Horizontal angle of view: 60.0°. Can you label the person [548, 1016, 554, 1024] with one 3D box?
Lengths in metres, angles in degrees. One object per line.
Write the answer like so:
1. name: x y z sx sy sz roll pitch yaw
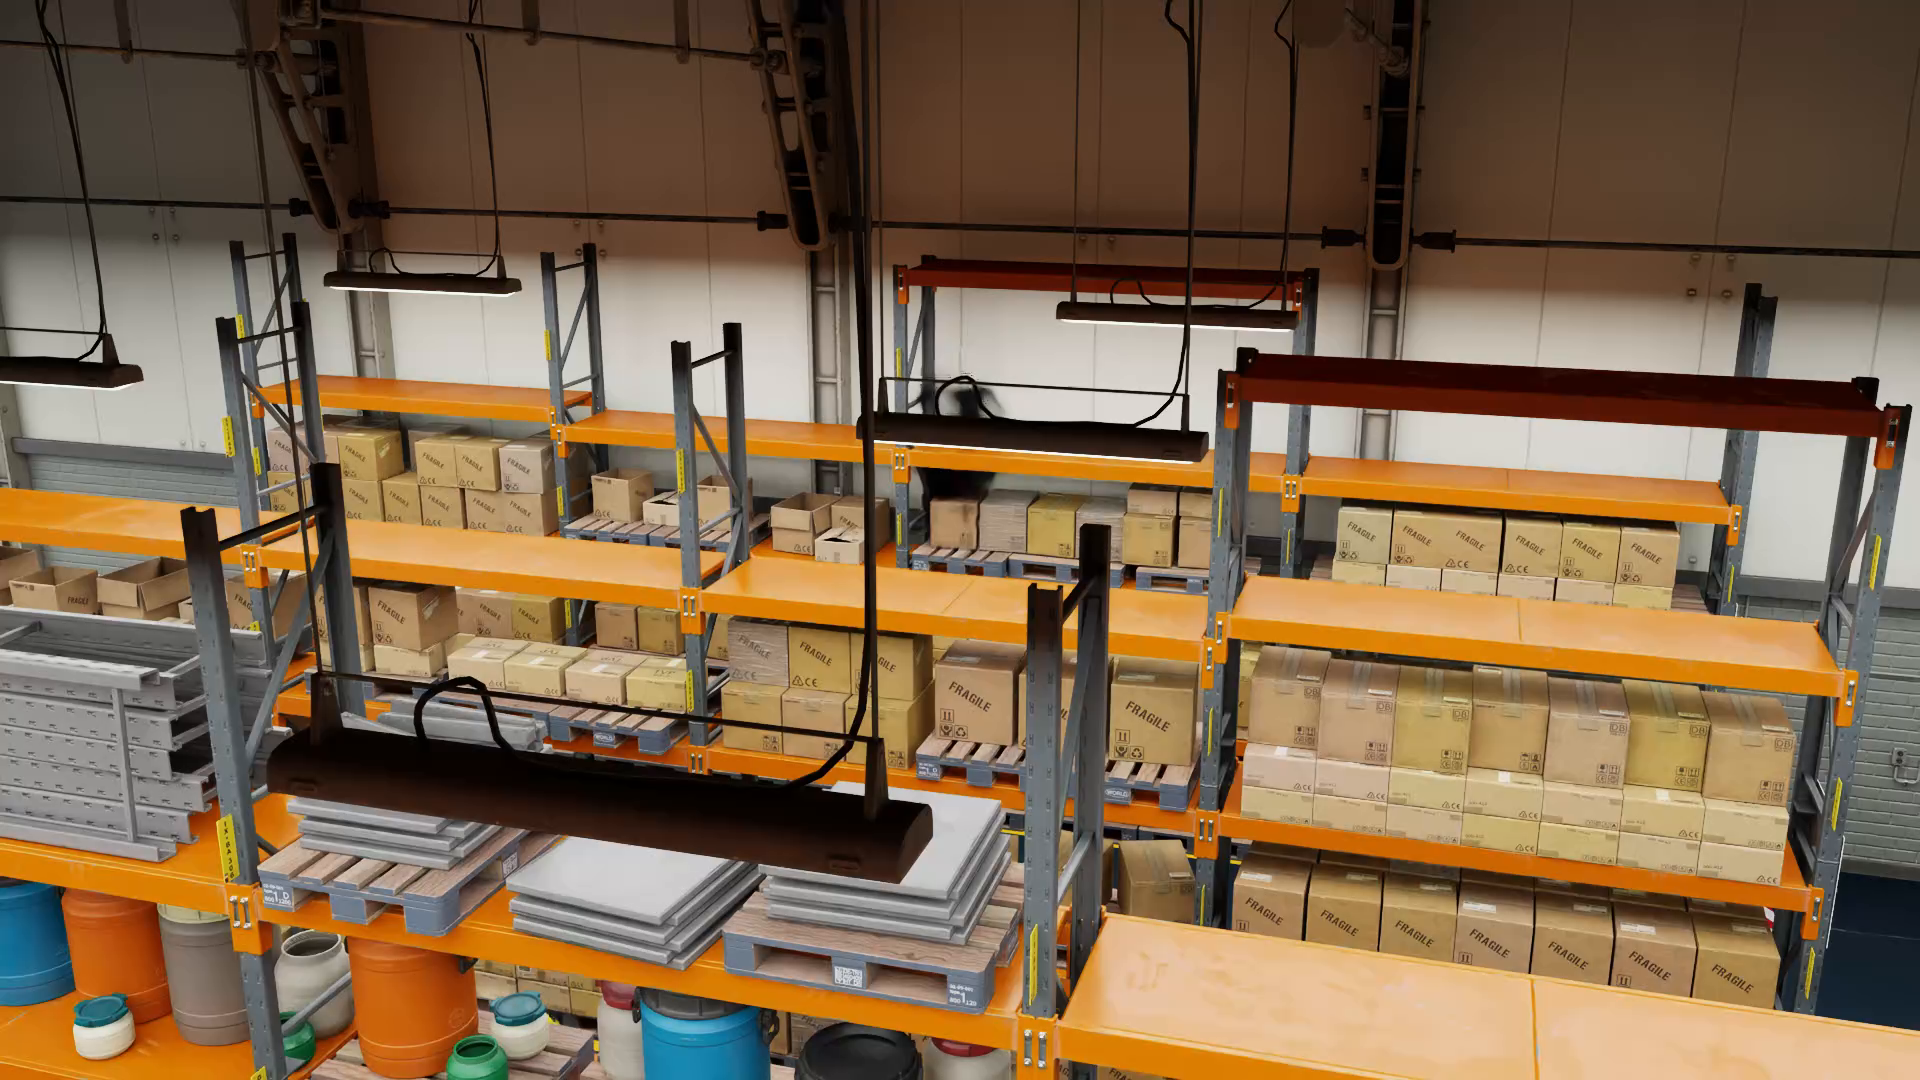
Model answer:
1. person: -2.943 4.057 11.584 0.582 1.723 0.700 4 17 13
